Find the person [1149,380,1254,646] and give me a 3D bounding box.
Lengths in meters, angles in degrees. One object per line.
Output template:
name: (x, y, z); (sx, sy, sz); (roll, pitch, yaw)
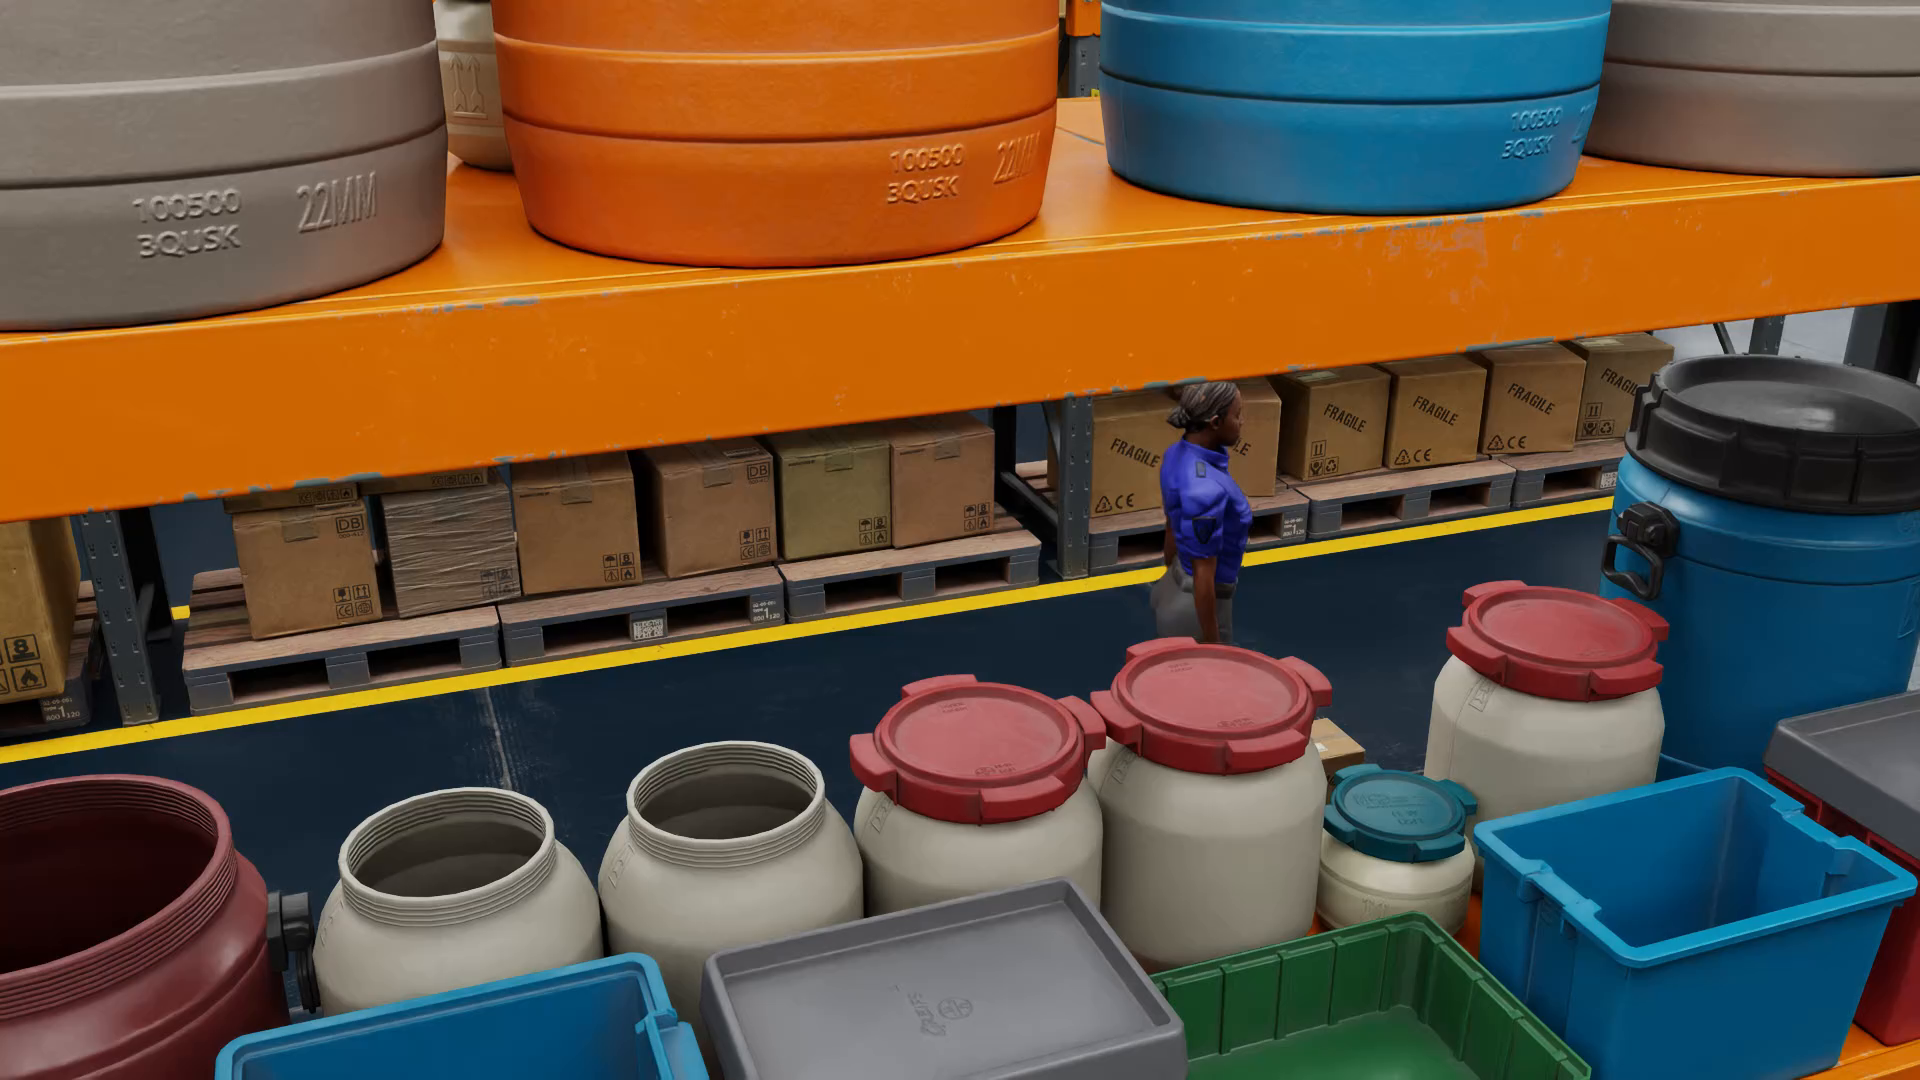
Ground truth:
person: (0.744, 0.244, 5.479); (0.605, 1.652, 0.462); (0, 23, -1)
